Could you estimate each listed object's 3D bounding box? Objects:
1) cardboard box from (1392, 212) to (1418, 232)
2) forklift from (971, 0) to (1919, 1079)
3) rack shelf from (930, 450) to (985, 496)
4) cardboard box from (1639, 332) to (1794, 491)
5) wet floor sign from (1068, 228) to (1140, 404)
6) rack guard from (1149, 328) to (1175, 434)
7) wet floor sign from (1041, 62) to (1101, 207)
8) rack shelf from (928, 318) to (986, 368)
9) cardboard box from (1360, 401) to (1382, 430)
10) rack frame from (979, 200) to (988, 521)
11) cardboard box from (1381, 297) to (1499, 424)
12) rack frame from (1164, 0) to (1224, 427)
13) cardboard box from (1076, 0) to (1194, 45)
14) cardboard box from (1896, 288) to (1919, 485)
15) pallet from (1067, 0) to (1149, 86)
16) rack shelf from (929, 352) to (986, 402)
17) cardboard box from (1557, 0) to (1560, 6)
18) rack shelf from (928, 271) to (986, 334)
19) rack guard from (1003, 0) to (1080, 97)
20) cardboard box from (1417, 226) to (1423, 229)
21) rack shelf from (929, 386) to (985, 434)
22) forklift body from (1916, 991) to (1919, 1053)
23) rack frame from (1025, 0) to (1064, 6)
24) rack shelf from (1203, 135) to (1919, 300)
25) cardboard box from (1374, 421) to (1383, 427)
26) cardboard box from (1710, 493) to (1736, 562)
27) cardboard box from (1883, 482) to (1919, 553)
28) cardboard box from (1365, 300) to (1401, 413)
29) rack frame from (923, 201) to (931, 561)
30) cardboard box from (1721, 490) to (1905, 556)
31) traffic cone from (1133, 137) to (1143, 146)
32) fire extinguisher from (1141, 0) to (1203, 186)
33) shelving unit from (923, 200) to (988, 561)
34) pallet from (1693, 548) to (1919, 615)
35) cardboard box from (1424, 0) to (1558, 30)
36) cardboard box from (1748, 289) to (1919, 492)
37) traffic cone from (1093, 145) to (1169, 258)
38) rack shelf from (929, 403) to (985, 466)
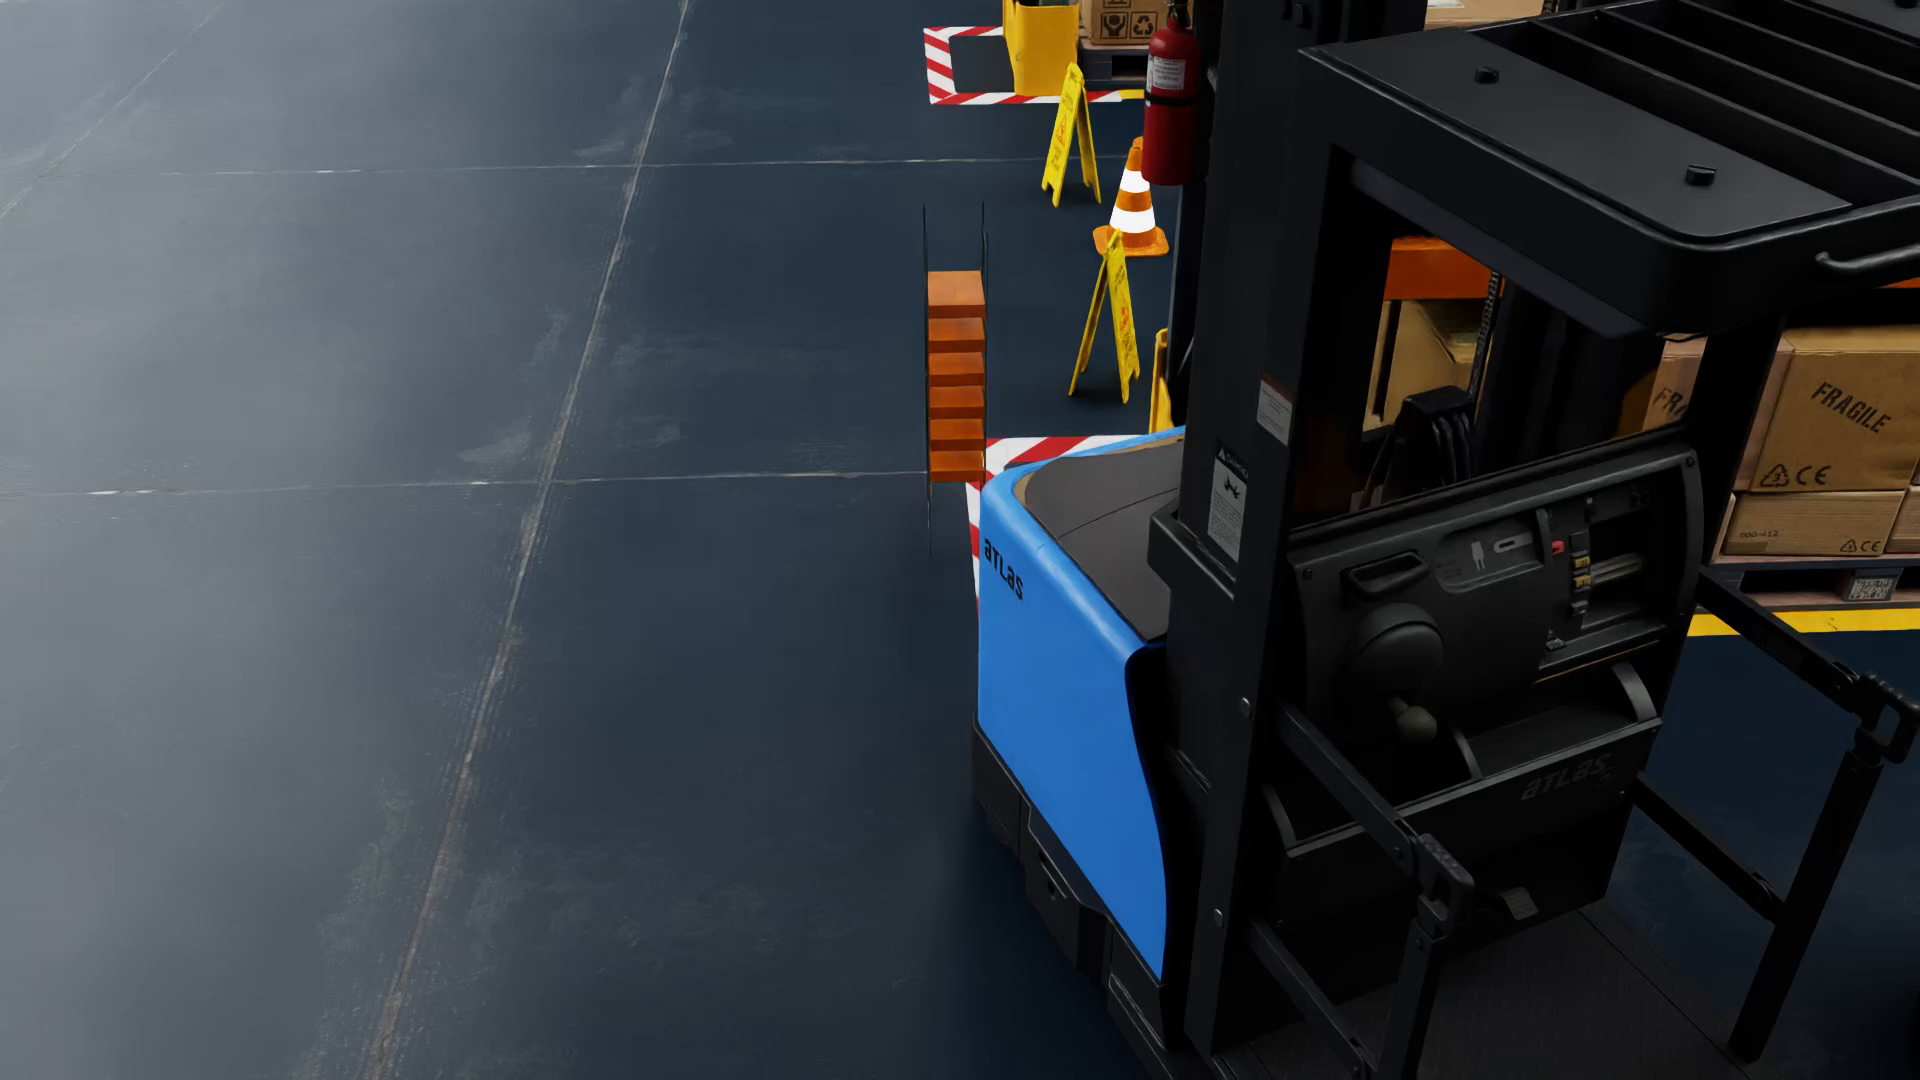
[{"bbox_3d":[1.168,-1.042,4.840,0.250,0.149,0.380,-1,35,-2],"label":"cardboard box"},{"bbox_3d":[1.108,0.163,2.939,1.130,2.935,3.031,-15,37,-20],"label":"forklift"},{"bbox_3d":[-0.015,-0.259,5.570,0.180,0.103,0.258,-2,35,-2],"label":"rack shelf"},{"bbox_3d":[2.184,-0.486,5.205,0.500,0.500,0.500,-3,35,-4],"label":"cardboard box"},{"bbox_3d":[0.579,-0.889,6.467,0.232,0.644,0.267,10,36,14],"label":"wet floor sign"},{"bbox_3d":[0.895,-0.228,5.640,0.348,0.500,1.175,-2,35,-2],"label":"rack guard"},{"bbox_3d":[0.549,-1.970,8.030,0.232,0.644,0.267,-7,35,-10],"label":"wet floor sign"},{"bbox_3d":[-0.015,-0.654,5.297,0.180,0.103,0.258,-2,35,-2],"label":"rack shelf"},{"bbox_3d":[1.638,-0.471,5.842,0.500,0.250,0.500,-2,35,-2],"label":"cardboard box"},{"bbox_3d":[0.077,-0.496,5.411,0.006,1.200,0.240,-2,35,-2],"label":"rack frame"},{"bbox_3d":[1.662,-0.470,5.181,0.500,0.500,0.500,-3,35,-4],"label":"cardboard box"},{"bbox_3d":[0.819,-1.254,4.926,0.127,3.000,1.000,-2,35,-2],"label":"rack frame"},{"bbox_3d":[1.158,-3.420,9.553,0.875,0.875,0.875,-1,35,-2],"label":"cardboard box"},{"bbox_3d":[3.219,-0.514,5.245,0.500,0.500,0.500,0,35,0],"label":"cardboard box"},{"bbox_3d":[1.279,-2.984,9.876,1.213,0.211,1.003,-2,35,-2],"label":"pallet"},{"bbox_3d":[-0.015,-0.555,5.365,0.180,0.103,0.258,-2,35,-2],"label":"rack shelf"},{"bbox_3d":[1.823,-1.288,4.626,0.500,0.500,0.500,-1,35,-1],"label":"cardboard box"},{"bbox_3d":[-0.015,-0.752,5.228,0.180,0.103,0.258,-2,35,-2],"label":"rack shelf"},{"bbox_3d":[0.460,-3.036,9.698,0.348,0.500,1.175,-2,35,-2],"label":"rack guard"},{"bbox_3d":[1.420,-1.057,4.862,0.250,0.149,0.380,-1,35,-2],"label":"cardboard box"},{"bbox_3d":[-0.015,-0.456,5.433,0.180,0.103,0.258,-2,35,-2],"label":"rack shelf"},{"bbox_3d":[2.866,0.829,2.663,1.214,2.155,2.313,-2,35,-2],"label":"forklift body"},{"bbox_3d":[0.484,-4.065,8.988,0.127,3.000,1.000,-2,35,-2],"label":"rack frame"},{"bbox_3d":[2.817,-1.012,5.208,4.000,0.370,1.077,-2,35,-2],"label":"rack shelf"},{"bbox_3d":[1.638,-0.160,5.393,0.500,0.250,0.500,-2,35,-3],"label":"cardboard box"},{"bbox_3d":[2.148,-0.170,5.407,0.500,0.250,0.500,0,35,-1],"label":"cardboard box"},{"bbox_3d":[3.197,-0.204,5.456,0.500,0.250,0.500,-1,35,-1],"label":"cardboard box"},{"bbox_3d":[1.607,-0.774,5.621,0.500,0.500,0.500,-1,35,-2],"label":"cardboard box"},{"bbox_3d":[-0.106,-0.491,5.404,0.006,1.200,0.240,-2,35,-2],"label":"rack frame"},{"bbox_3d":[2.693,-0.192,5.438,0.500,0.250,0.500,1,35,1],"label":"cardboard box"},{"bbox_3d":[1.082,-2.229,8.564,0.334,0.463,0.336,-2,35,-2],"label":"traffic cone"},{"bbox_3d":[0.683,-1.481,5.322,0.183,0.674,0.296,-2,35,-2],"label":"fire extinguisher"},{"bbox_3d":[-0.015,-0.493,5.408,0.189,1.200,0.258,-2,35,-2],"label":"shelving unit"},{"bbox_3d":[2.924,-0.142,5.770,1.213,0.211,1.003,-2,35,-2],"label":"pallet"},{"bbox_3d":[1.305,-1.272,4.603,0.500,0.500,0.500,-2,35,-3],"label":"cardboard box"},{"bbox_3d":[2.685,-0.495,5.218,0.500,0.500,0.500,-1,35,-1],"label":"cardboard box"},{"bbox_3d":[0.796,-1.577,7.622,0.334,0.463,0.336,-2,35,-2],"label":"traffic cone"},{"bbox_3d":[-0.015,-0.358,5.502,0.180,0.103,0.258,-2,35,-2],"label":"rack shelf"}]
